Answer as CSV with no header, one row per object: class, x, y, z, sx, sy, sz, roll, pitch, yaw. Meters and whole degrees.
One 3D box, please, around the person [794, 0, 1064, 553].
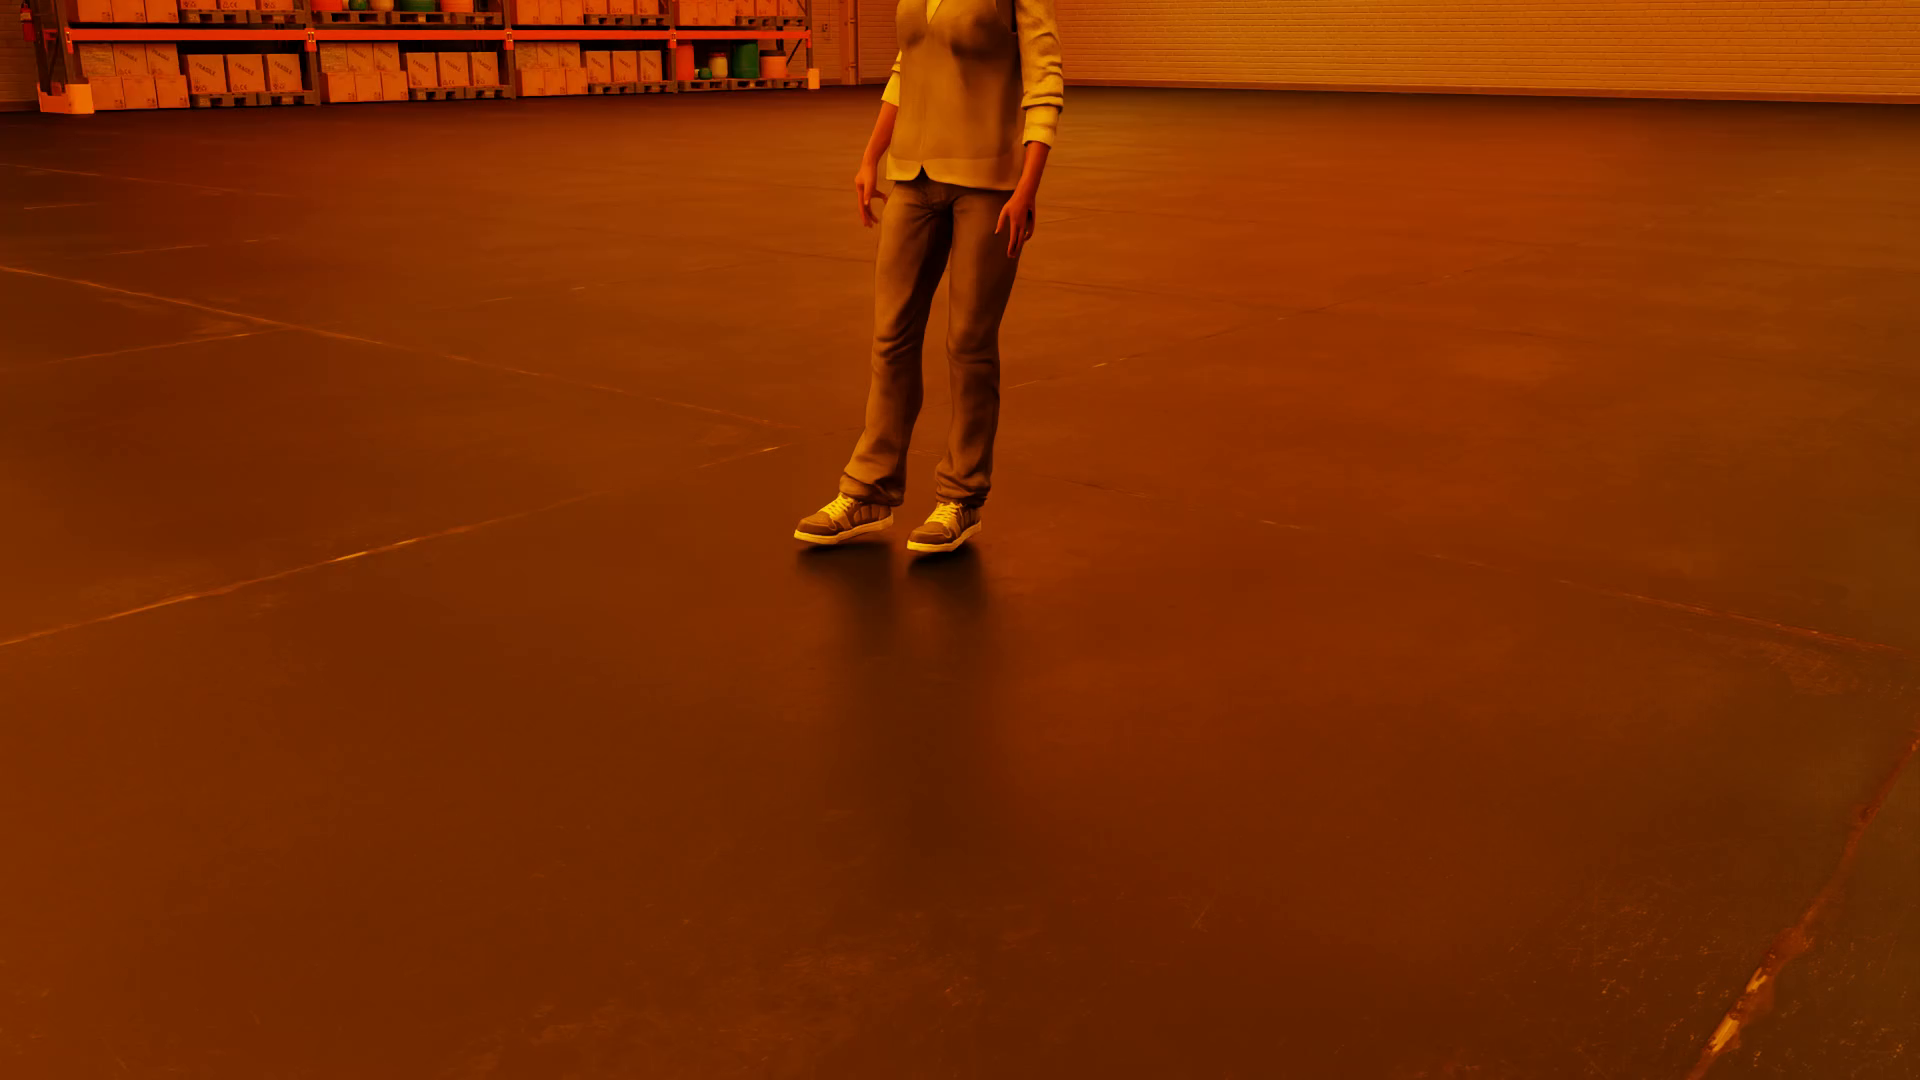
person,-0.058,-0.757,3.662,0.520,1.597,0.475,13,21,37
